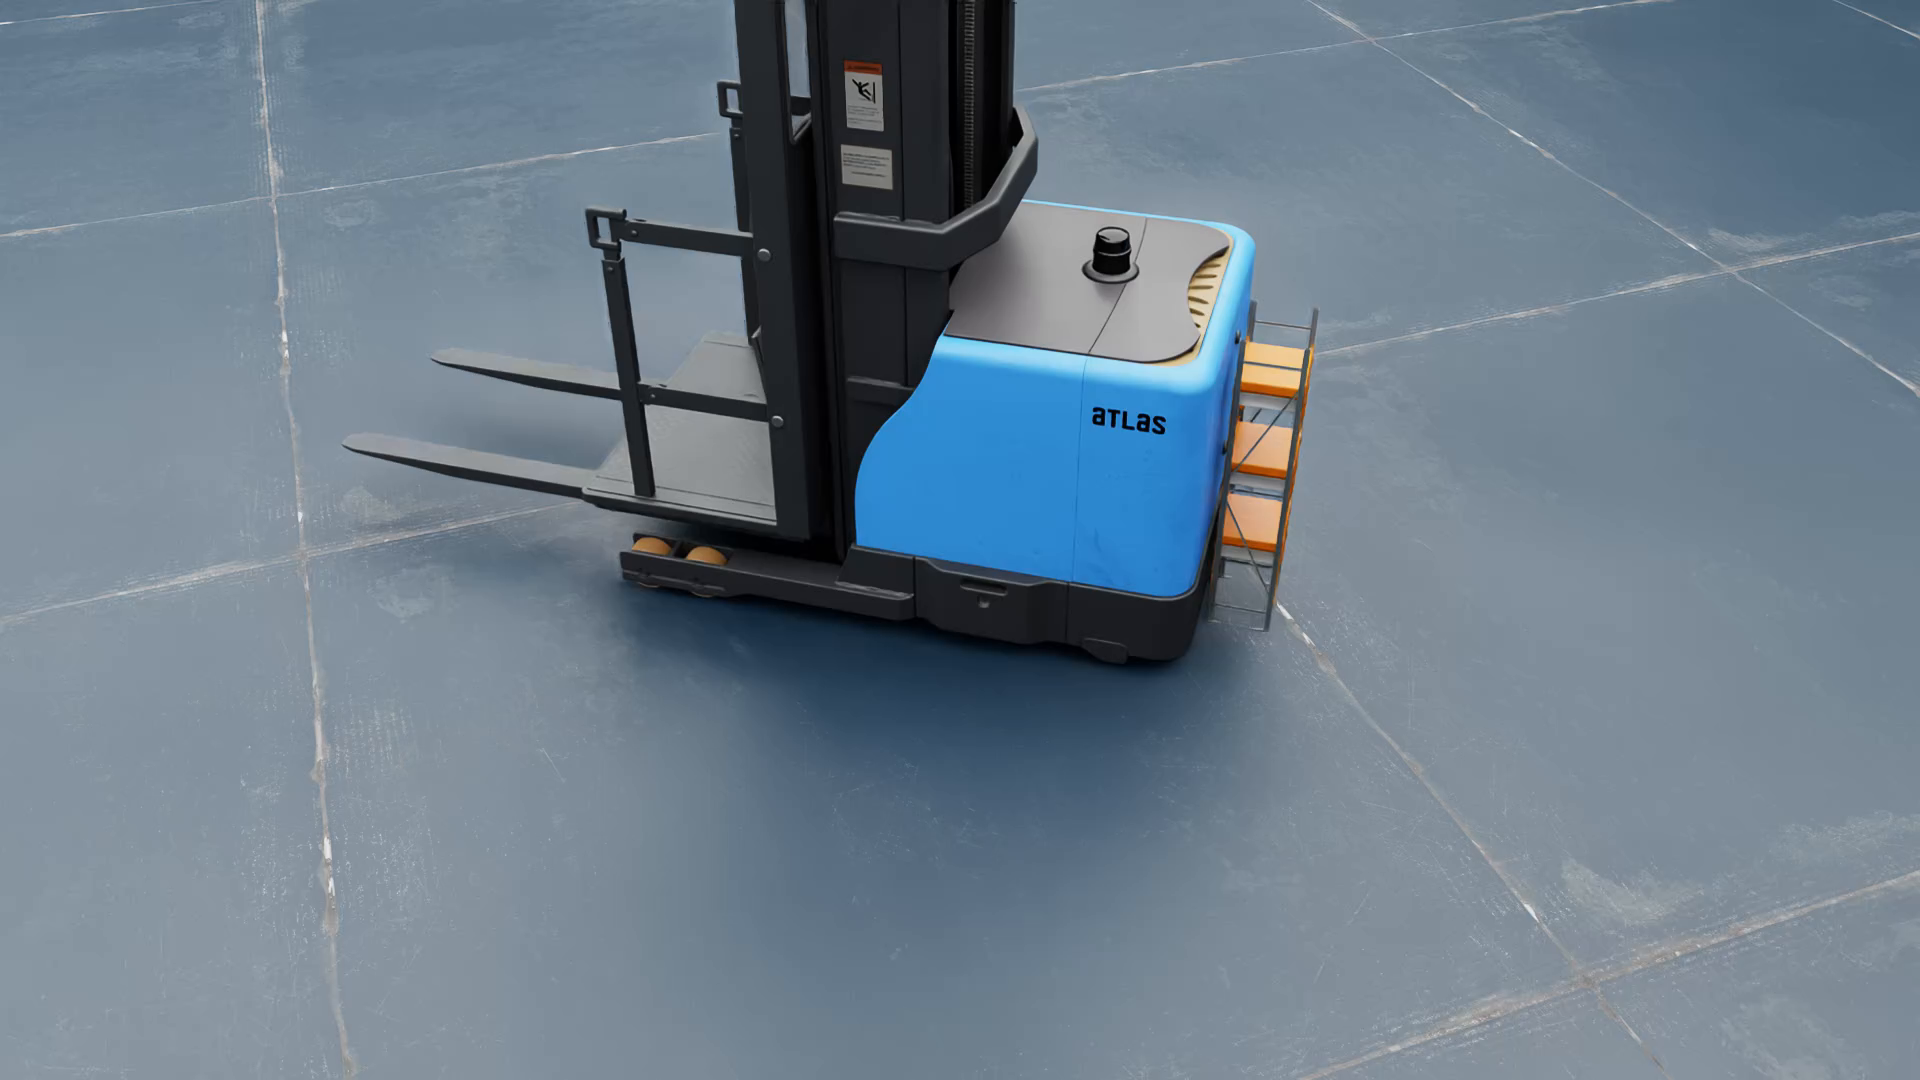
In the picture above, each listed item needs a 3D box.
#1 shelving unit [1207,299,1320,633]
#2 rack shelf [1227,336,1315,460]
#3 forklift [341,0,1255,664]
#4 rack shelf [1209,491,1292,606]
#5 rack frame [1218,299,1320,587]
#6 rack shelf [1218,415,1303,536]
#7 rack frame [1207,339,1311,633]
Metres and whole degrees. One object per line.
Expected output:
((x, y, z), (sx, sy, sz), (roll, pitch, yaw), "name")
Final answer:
((0.932, -0.210, 5.156), (0.215, 1.050, 0.252), (10, 38, 12), "shelving unit")
((0.932, -0.428, 4.991), (0.215, 0.259, 0.240), (10, 38, 12), "rack shelf")
((-0.623, -1.276, 5.008), (3.031, 2.935, 1.130), (10, 38, 12), "forklift")
((0.932, 0.020, 5.330), (0.215, 0.259, 0.240), (10, 38, 12), "rack shelf")
((0.965, -0.281, 5.250), (0.200, 1.050, 0.008), (10, 38, 12), "rack frame")
((0.932, -0.202, 5.162), (0.215, 0.259, 0.240), (10, 38, 12), "rack shelf")
((0.899, -0.139, 5.062), (0.200, 1.050, 0.008), (10, 38, 12), "rack frame")
